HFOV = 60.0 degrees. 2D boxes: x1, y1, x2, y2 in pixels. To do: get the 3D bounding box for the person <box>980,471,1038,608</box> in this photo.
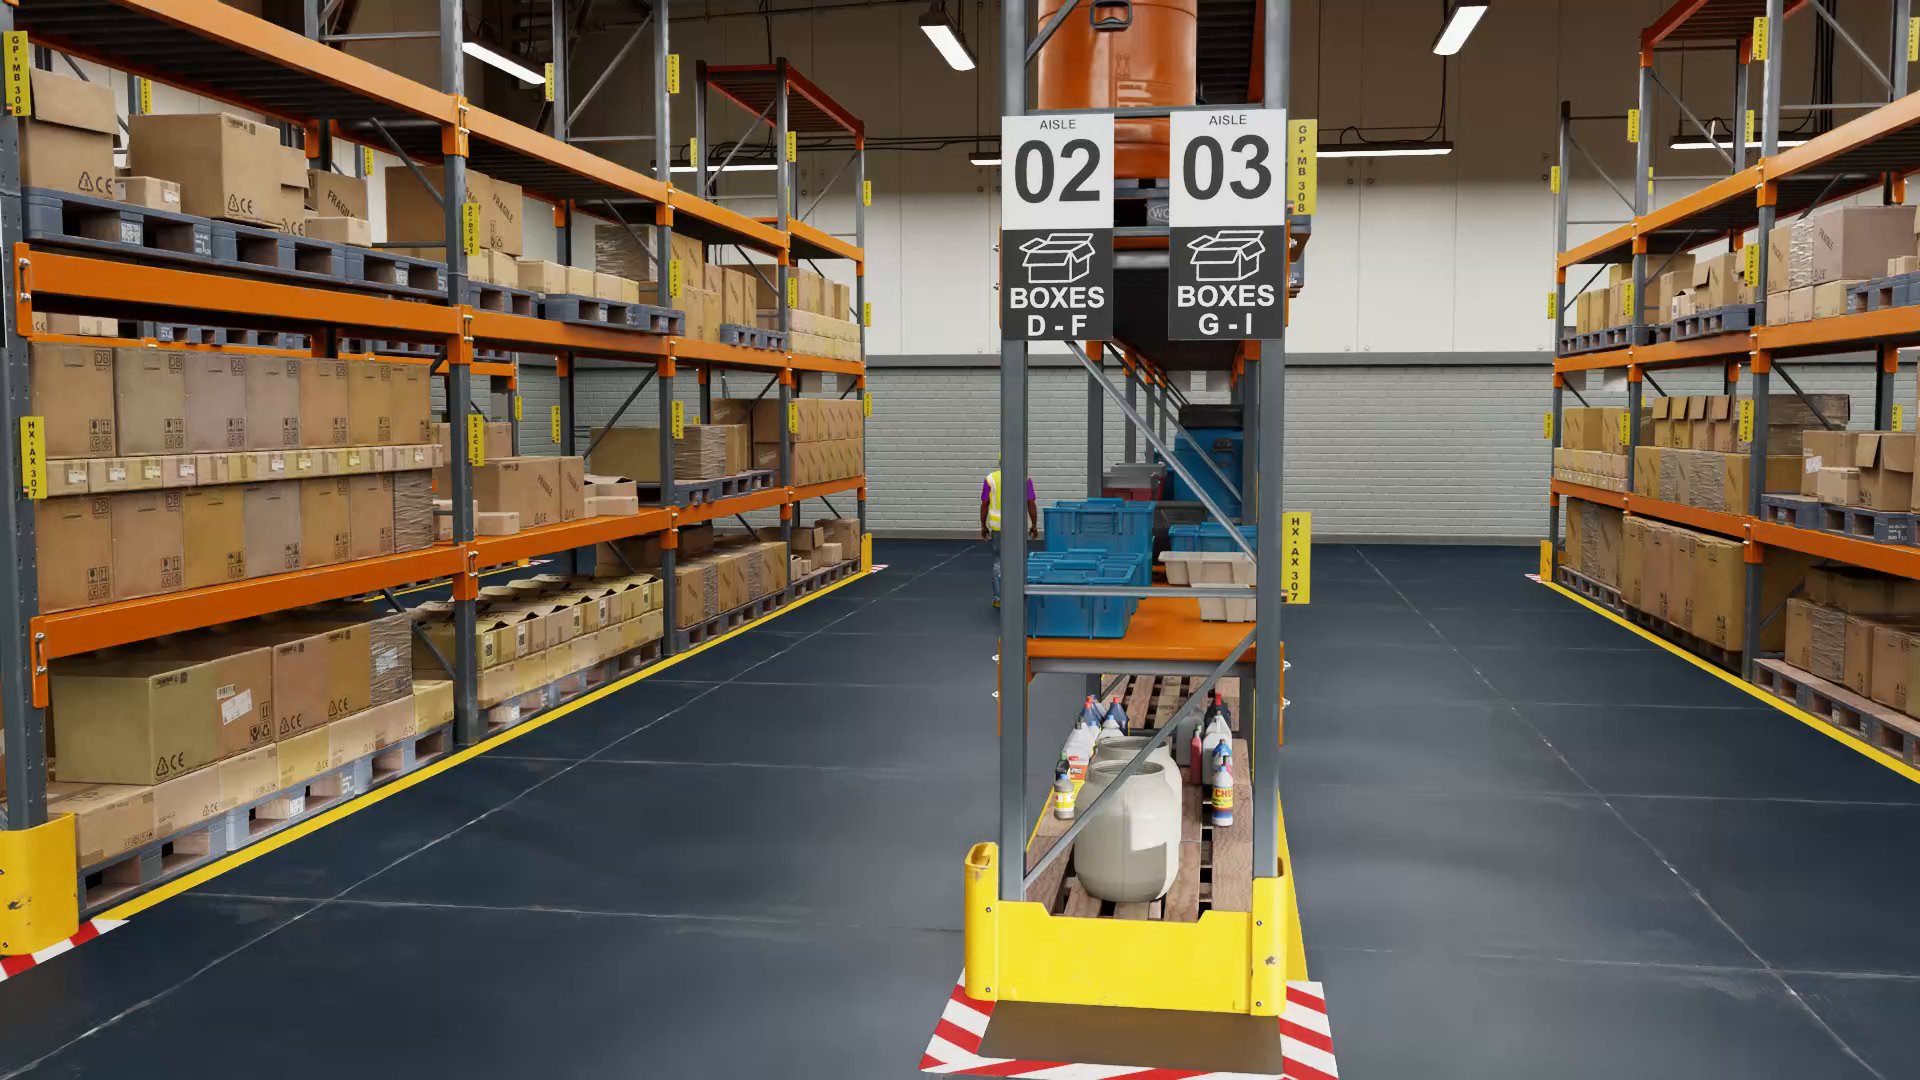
[{"bbox_3d":[12.248,-3.869,19.587,23.378,9.002,6.772,1,4,8],"label":"person"}]
